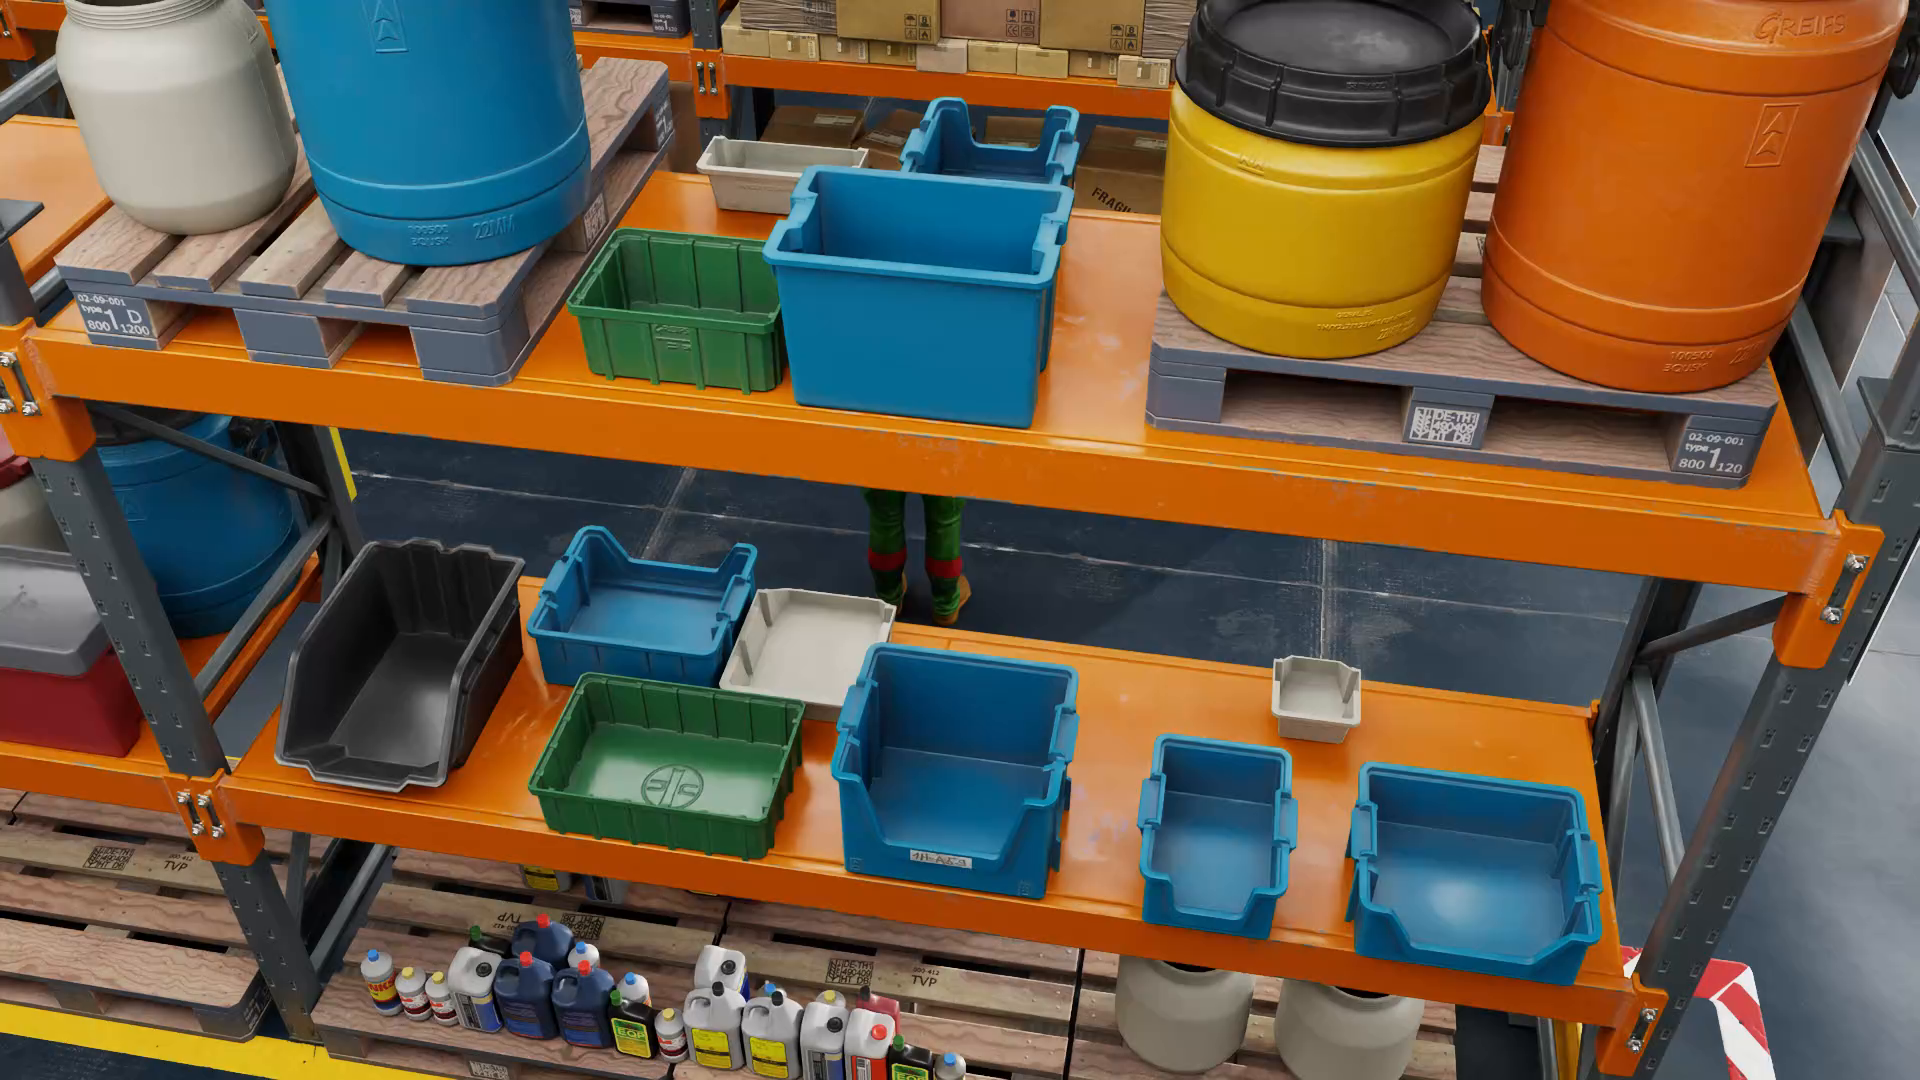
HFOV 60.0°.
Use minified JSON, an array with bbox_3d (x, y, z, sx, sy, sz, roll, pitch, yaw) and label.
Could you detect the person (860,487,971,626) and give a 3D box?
[{"bbox_3d":[-0.188,-0.444,6.660,0.524,1.794,0.529,6,41,7],"label":"person"}]
